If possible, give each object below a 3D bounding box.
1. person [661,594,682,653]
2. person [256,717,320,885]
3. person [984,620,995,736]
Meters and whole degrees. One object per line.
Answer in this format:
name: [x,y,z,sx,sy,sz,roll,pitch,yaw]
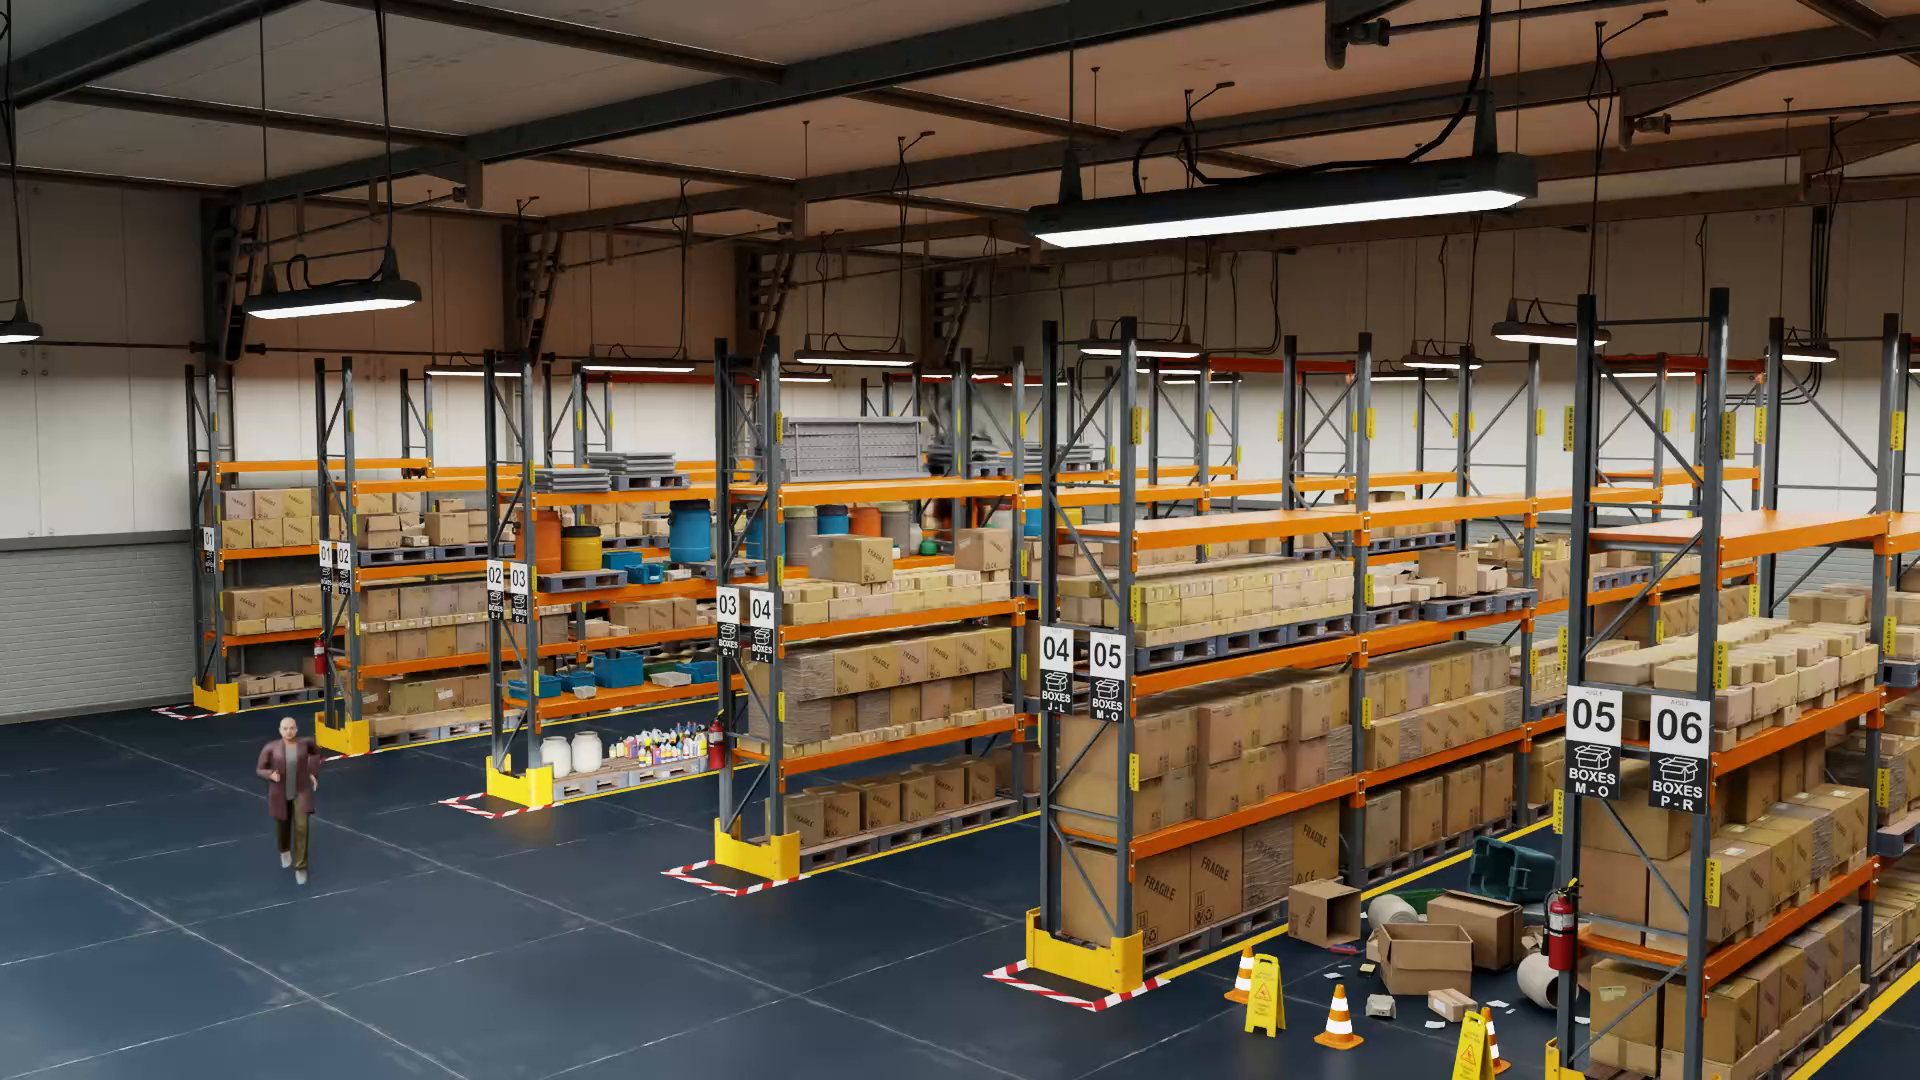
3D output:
person: [-5.539,1.875,32.030,0.656,1.673,0.606,4,6,43]
person: [-7.450,2.845,18.490,0.673,1.790,1.040,-2,5,-24]
person: [0.493,2.088,25.160,0.685,1.771,0.642,4,6,44]
